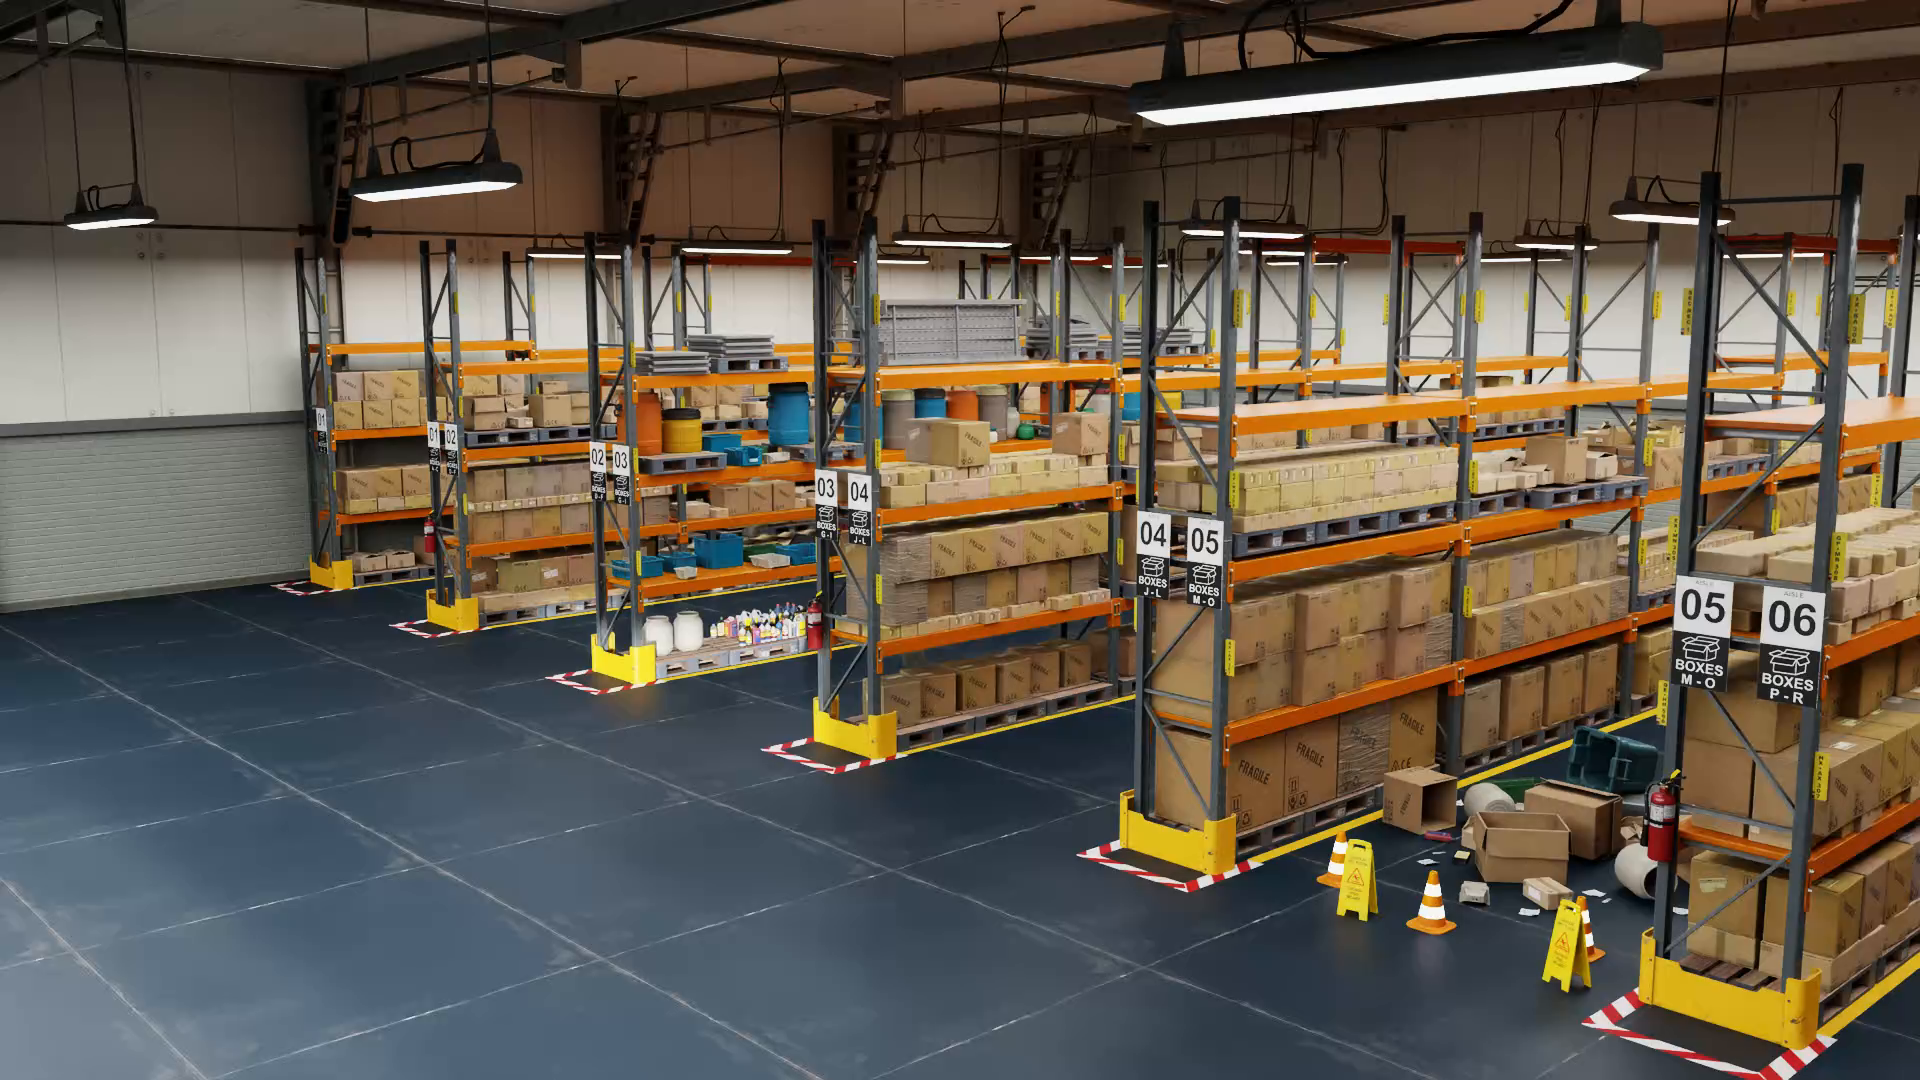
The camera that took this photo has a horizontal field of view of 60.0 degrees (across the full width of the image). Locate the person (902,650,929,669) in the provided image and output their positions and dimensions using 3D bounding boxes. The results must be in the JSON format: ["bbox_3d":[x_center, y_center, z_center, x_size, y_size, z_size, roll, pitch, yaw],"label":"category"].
[{"bbox_3d":[-0.616,1.148,21.813,0.559,1.755,0.760,8,12,44],"label":"person"}]

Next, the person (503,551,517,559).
[{"bbox_3d":[-7.695,0.137,28.913,0.565,1.643,0.620,7,11,40],"label":"person"}]

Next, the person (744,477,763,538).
[{"bbox_3d":[-4.023,-0.419,32.684,0.608,1.647,0.759,5,10,31],"label":"person"}]
